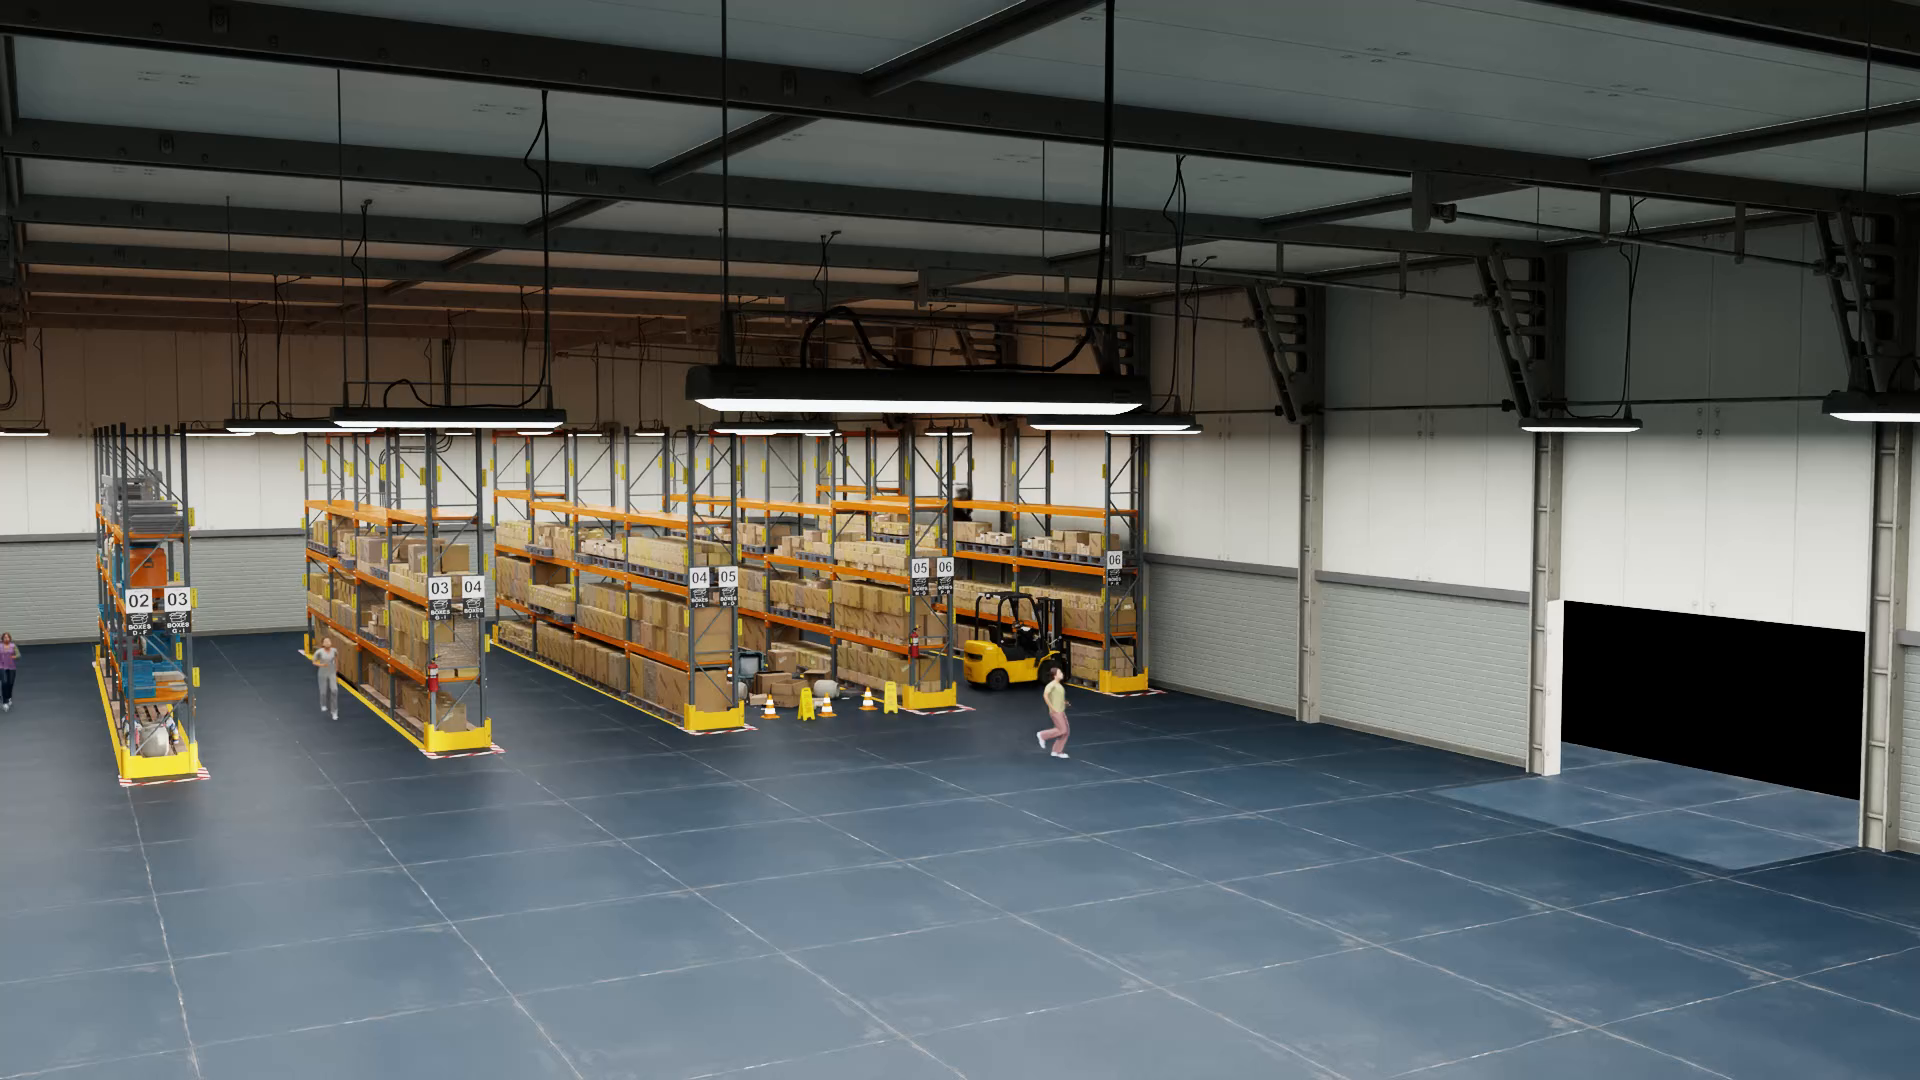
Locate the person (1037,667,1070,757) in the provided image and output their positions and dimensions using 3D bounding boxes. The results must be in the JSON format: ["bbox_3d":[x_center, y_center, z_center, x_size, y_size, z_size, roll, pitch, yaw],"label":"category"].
[{"bbox_3d":[1.700,3.103,30.002,0.563,1.628,0.616,2,4,25],"label":"person"}]

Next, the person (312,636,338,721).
[{"bbox_3d":[-13.056,2.828,34.228,0.534,1.709,1.009,-2,4,-28],"label":"person"}]

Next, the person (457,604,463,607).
[{"bbox_3d":[-13.185,2.141,44.611,0.665,1.820,0.896,-1,4,-23],"label":"person"}]

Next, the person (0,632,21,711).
[{"bbox_3d":[-20.253,2.778,35.324,0.510,1.645,0.733,-3,5,-41],"label":"person"}]
